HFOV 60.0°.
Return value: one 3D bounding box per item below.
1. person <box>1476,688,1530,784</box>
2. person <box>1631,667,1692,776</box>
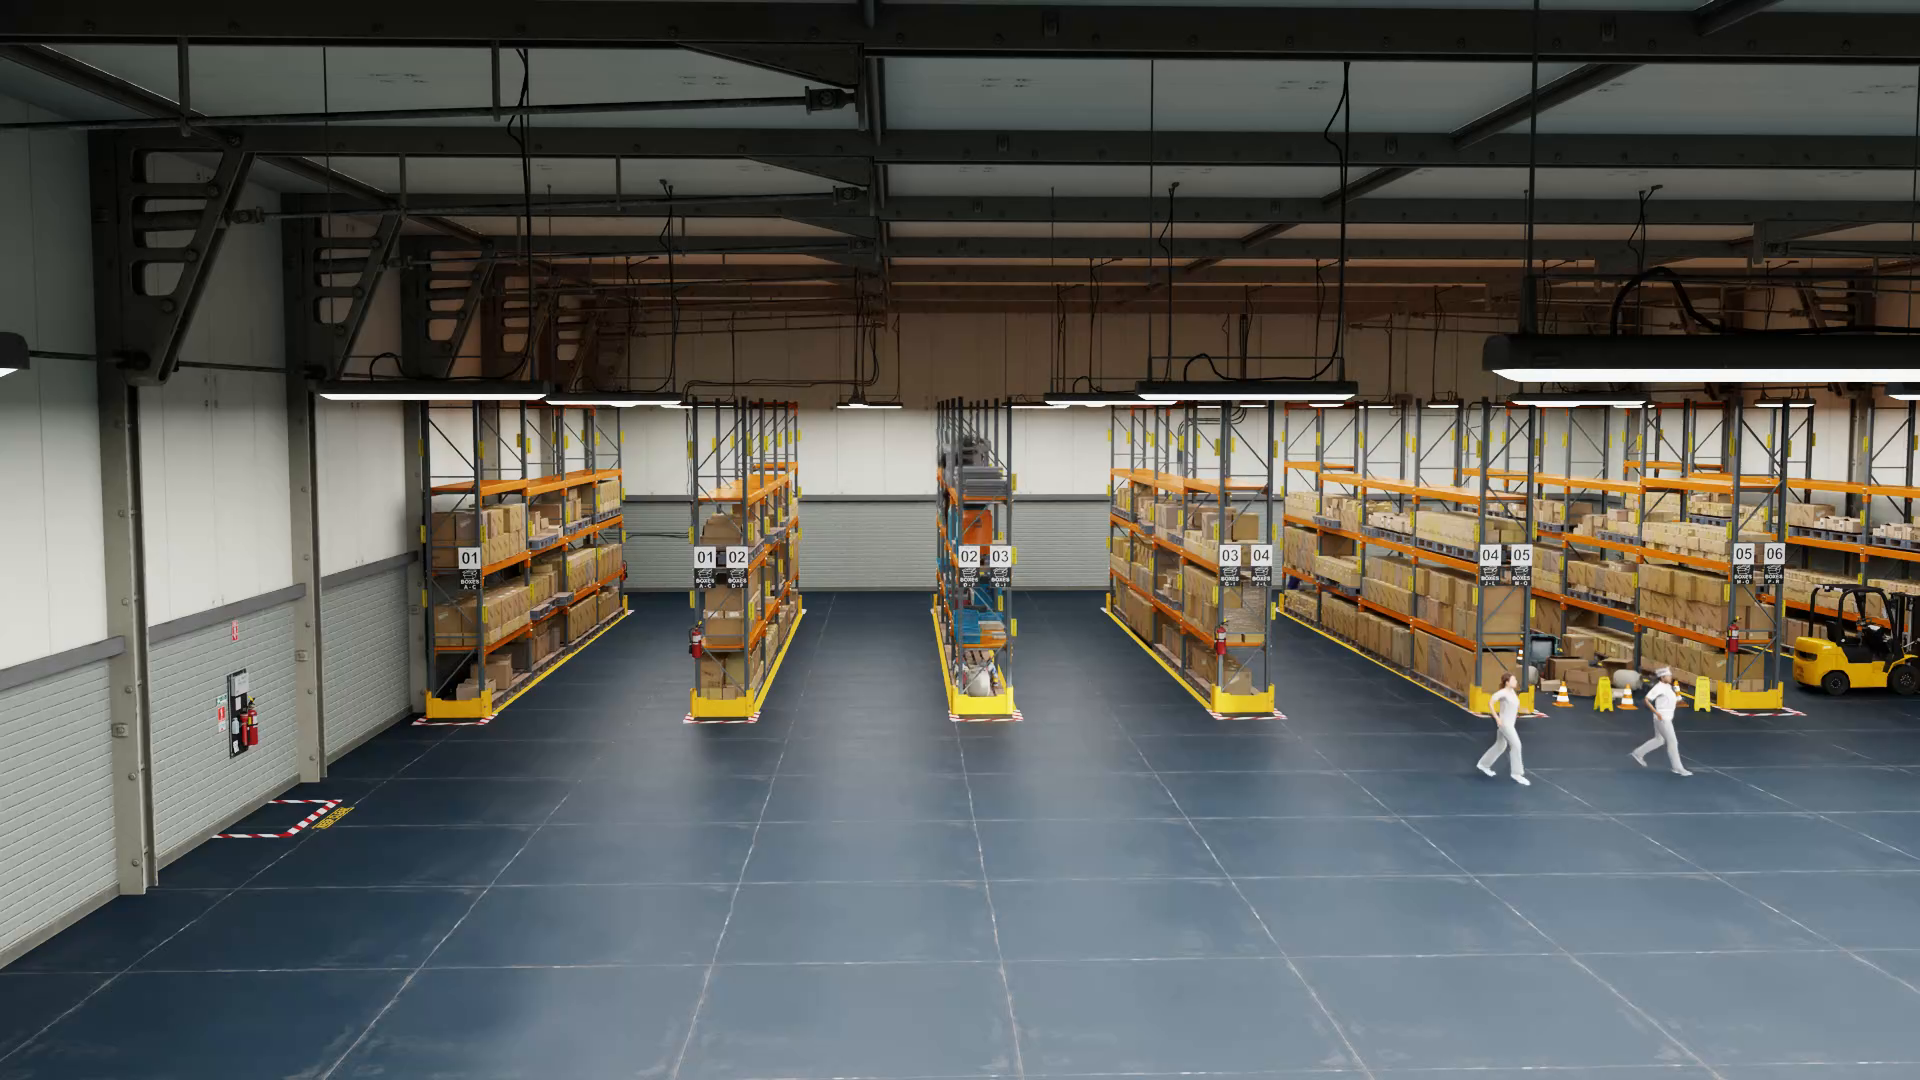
[{"bbox_3d":[8.451,3.017,25.817,0.839,1.454,0.523,3,5,30],"label":"person"},{"bbox_3d":[11.093,2.828,26.253,0.941,1.684,0.575,3,5,34],"label":"person"}]
